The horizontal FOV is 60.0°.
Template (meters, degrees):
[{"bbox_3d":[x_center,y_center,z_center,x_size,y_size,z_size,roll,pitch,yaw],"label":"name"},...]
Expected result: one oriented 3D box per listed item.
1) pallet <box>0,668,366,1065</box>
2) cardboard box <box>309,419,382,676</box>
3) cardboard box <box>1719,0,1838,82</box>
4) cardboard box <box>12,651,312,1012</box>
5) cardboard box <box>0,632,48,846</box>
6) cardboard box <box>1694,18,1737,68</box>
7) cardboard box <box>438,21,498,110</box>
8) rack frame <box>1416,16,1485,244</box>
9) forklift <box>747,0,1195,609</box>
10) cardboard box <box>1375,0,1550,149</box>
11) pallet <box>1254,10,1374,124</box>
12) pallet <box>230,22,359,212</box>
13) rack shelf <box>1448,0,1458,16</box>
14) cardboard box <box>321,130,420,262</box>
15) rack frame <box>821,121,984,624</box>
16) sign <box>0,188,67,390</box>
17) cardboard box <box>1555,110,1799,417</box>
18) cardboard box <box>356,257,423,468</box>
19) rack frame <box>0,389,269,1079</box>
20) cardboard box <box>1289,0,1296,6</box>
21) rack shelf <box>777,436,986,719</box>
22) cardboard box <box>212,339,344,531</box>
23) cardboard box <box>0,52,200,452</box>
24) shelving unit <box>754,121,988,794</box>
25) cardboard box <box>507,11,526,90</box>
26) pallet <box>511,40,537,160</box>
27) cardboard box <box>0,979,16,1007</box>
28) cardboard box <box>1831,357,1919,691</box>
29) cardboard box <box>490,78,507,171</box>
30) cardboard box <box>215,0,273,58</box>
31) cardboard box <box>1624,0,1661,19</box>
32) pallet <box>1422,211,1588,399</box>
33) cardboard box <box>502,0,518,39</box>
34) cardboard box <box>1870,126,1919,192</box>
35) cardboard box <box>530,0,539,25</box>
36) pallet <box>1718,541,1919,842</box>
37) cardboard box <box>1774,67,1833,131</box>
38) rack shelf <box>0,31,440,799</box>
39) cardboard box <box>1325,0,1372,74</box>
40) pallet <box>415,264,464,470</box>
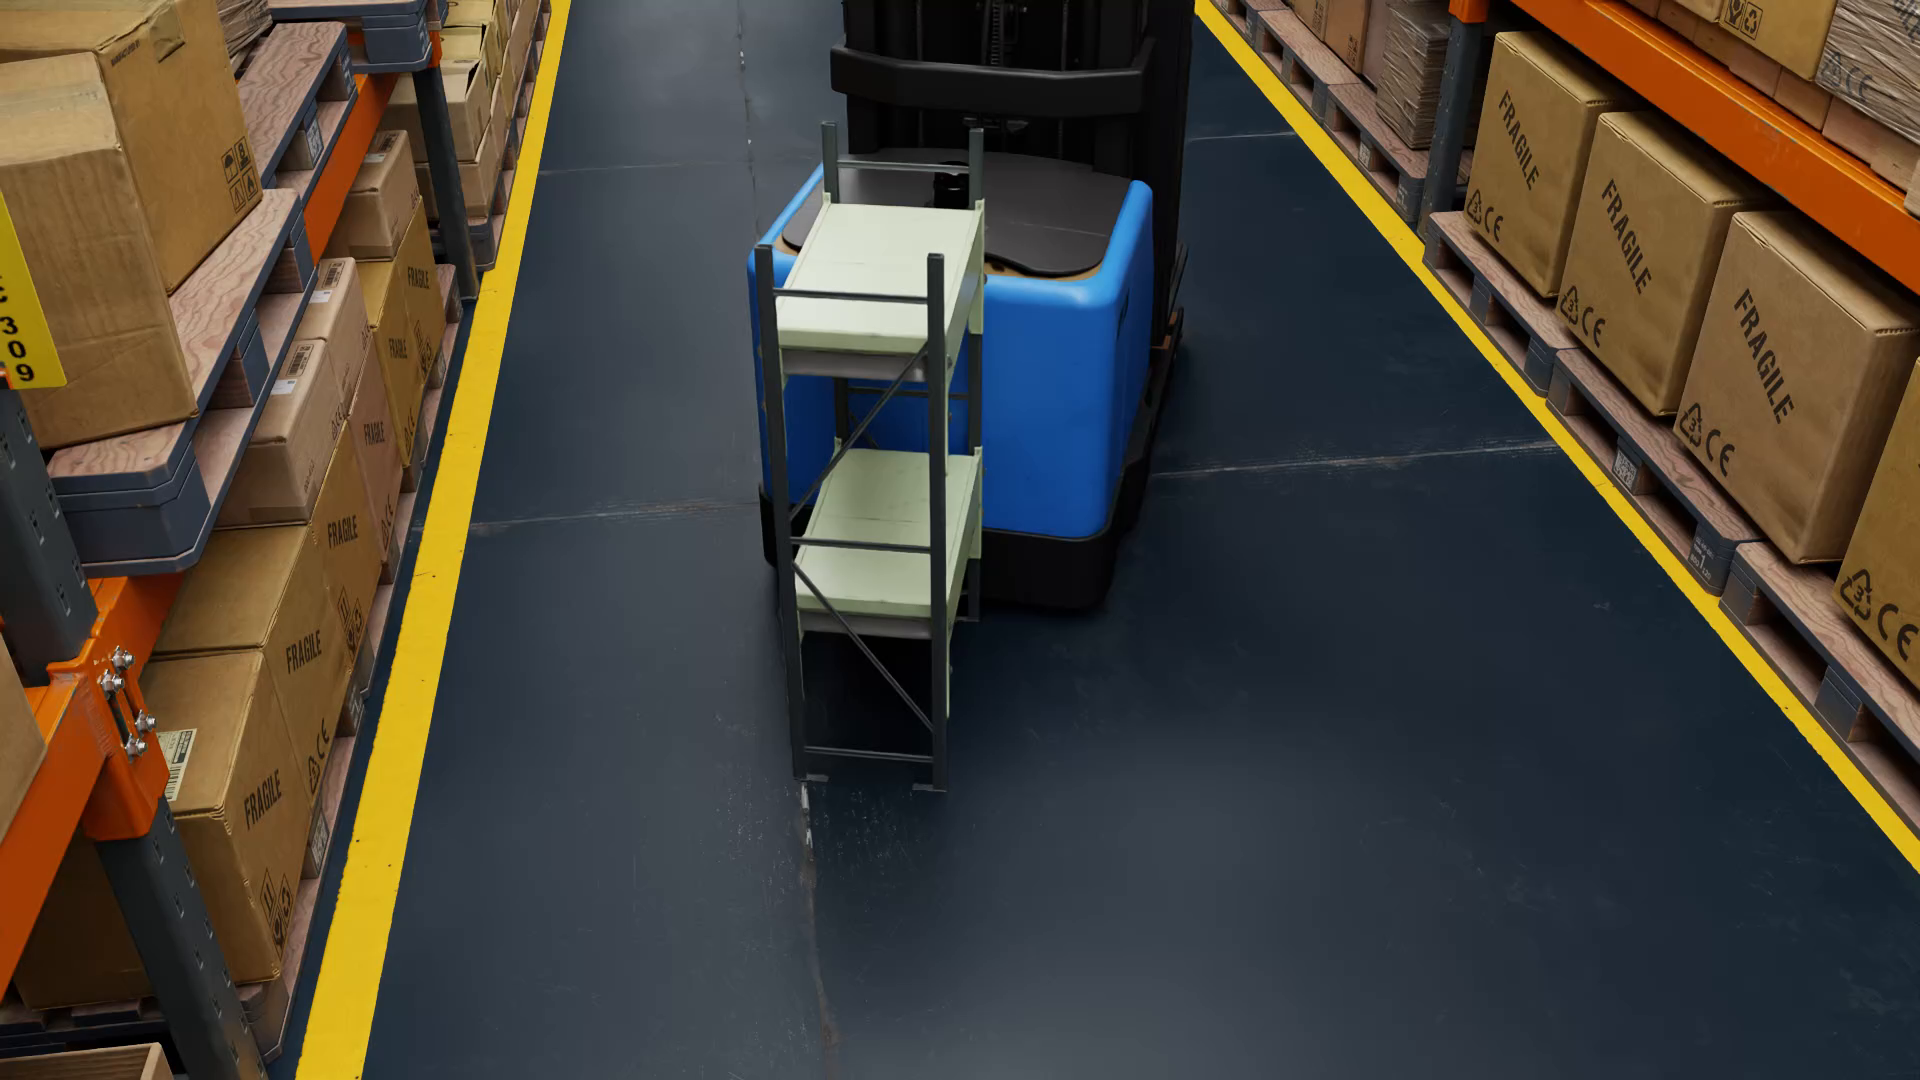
[{"bbox_3d":[-2.043,0.747,3.967,1.003,0.211,1.213,-4,35,-6],"label":"pallet"},{"bbox_3d":[-1.862,0.032,4.369,0.500,0.500,0.500,-4,34,-6],"label":"cardboard box"},{"bbox_3d":[2.491,-1.586,4.543,0.500,0.500,0.500,-3,34,-5],"label":"cardboard box"},{"bbox_3d":[-1.720,0.608,3.523,0.500,0.500,0.500,-6,35,-9],"label":"cardboard box"},{"bbox_3d":[-1.575,0.263,2.111,0.500,0.500,0.500,-4,34,-6],"label":"cardboard box"},{"bbox_3d":[2.490,-1.551,5.068,0.380,0.149,0.250,-4,34,-6],"label":"cardboard box"},{"bbox_3d":[-2.292,-2.063,7.184,0.500,0.311,0.500,-5,35,-8],"label":"cardboard box"},{"bbox_3d":[2.474,-2.564,6.349,1.000,3.000,0.127,-4,35,-6],"label":"rack frame"},{"bbox_3d":[0.227,-1.836,5.342,1.130,2.935,3.031,7,35,10],"label":"forklift"},{"bbox_3d":[2.326,-2.111,7.513,0.700,0.500,0.500,-4,34,-6],"label":"cardboard box"},{"bbox_3d":[2.210,-2.527,8.771,1.003,0.211,1.213,-4,35,-6],"label":"pallet"},{"bbox_3d":[-2.168,-1.023,4.258,1.003,0.211,1.213,-4,35,-6],"label":"pallet"},{"bbox_3d":[2.205,-3.383,8.189,1.077,0.370,4.000,-4,35,-6],"label":"rack shelf"},{"bbox_3d":[-2.064,-1.110,5.379,0.500,0.250,0.500,-3,34,-5],"label":"cardboard box"},{"bbox_3d":[-0.141,-0.393,4.495,0.400,1.500,0.023,4,34,6],"label":"rack frame"},{"bbox_3d":[-1.359,-0.358,2.343,0.100,0.325,0.005,-4,35,-6],"label":"sign"},{"bbox_3d":[2.555,-0.940,5.501,0.750,0.750,0.750,-5,35,-7],"label":"cardboard box"},{"bbox_3d":[-2.006,-0.543,5.212,0.500,0.500,0.500,-6,35,-8],"label":"cardboard box"},{"bbox_3d":[-1.893,0.045,2.520,0.949,2.616,0.053,-4,35,-6],"label":"rack frame"},{"bbox_3d":[2.171,-3.251,9.186,0.700,0.500,0.500,-5,35,-7],"label":"cardboard box"},{"bbox_3d":[-0.187,0.081,4.379,0.431,0.370,0.720,4,34,6],"label":"rack shelf"},{"bbox_3d":[-1.854,-0.260,4.131,0.500,0.250,0.500,-4,35,-6],"label":"cardboard box"},{"bbox_3d":[-1.738,-0.451,2.786,0.700,0.500,0.500,-16,37,-22],"label":"cardboard box"},{"bbox_3d":[-0.187,-0.189,4.195,0.431,1.500,0.755,4,34,6],"label":"shelving unit"},{"bbox_3d":[-2.426,-2.395,8.169,0.500,0.250,0.500,-4,34,-5],"label":"cardboard box"},{"bbox_3d":[-2.667,-2.176,8.256,1.003,0.211,1.213,-4,35,-6],"label":"pallet"},{"bbox_3d":[-2.246,0.643,3.472,0.500,0.500,0.500,-5,35,-7],"label":"cardboard box"},{"bbox_3d":[2.796,0.030,4.079,0.750,0.750,0.750,-4,34,-6],"label":"cardboard box"},{"bbox_3d":[-2.282,-1.819,7.324,0.500,0.250,0.500,-5,35,-8],"label":"cardboard box"},{"bbox_3d":[-2.304,-1.534,4.376,0.700,0.500,0.500,2,34,3],"label":"cardboard box"},{"bbox_3d":[2.422,-1.840,5.492,0.380,0.149,0.250,-5,35,-7],"label":"cardboard box"},{"bbox_3d":[2.506,-0.966,6.480,1.003,0.211,1.213,-4,35,-6],"label":"pallet"},{"bbox_3d":[-2.428,-2.635,8.023,0.500,0.311,0.500,-5,35,-7],"label":"cardboard box"},{"bbox_3d":[2.578,-0.975,4.222,0.380,0.149,0.250,-4,35,-6],"label":"cardboard box"},{"bbox_3d":[-2.563,-2.964,9.005,0.500,0.250,0.500,-5,35,-7],"label":"cardboard box"},{"bbox_3d":[2.834,0.395,4.482,1.003,0.211,1.213,-4,35,-6],"label":"pallet"},{"bbox_3d":[2.534,-1.265,4.648,0.380,0.149,0.250,-3,34,-5],"label":"cardboard box"},{"bbox_3d":[-2.165,-0.774,4.360,1.077,0.370,4.000,-4,35,-6],"label":"rack shelf"},{"bbox_3d":[2.277,-2.682,8.351,0.700,0.500,0.500,-5,35,-7],"label":"cardboard box"},{"bbox_3d":[-2.371,-0.615,5.965,1.003,0.211,1.213,-4,35,-6],"label":"pallet"}]
